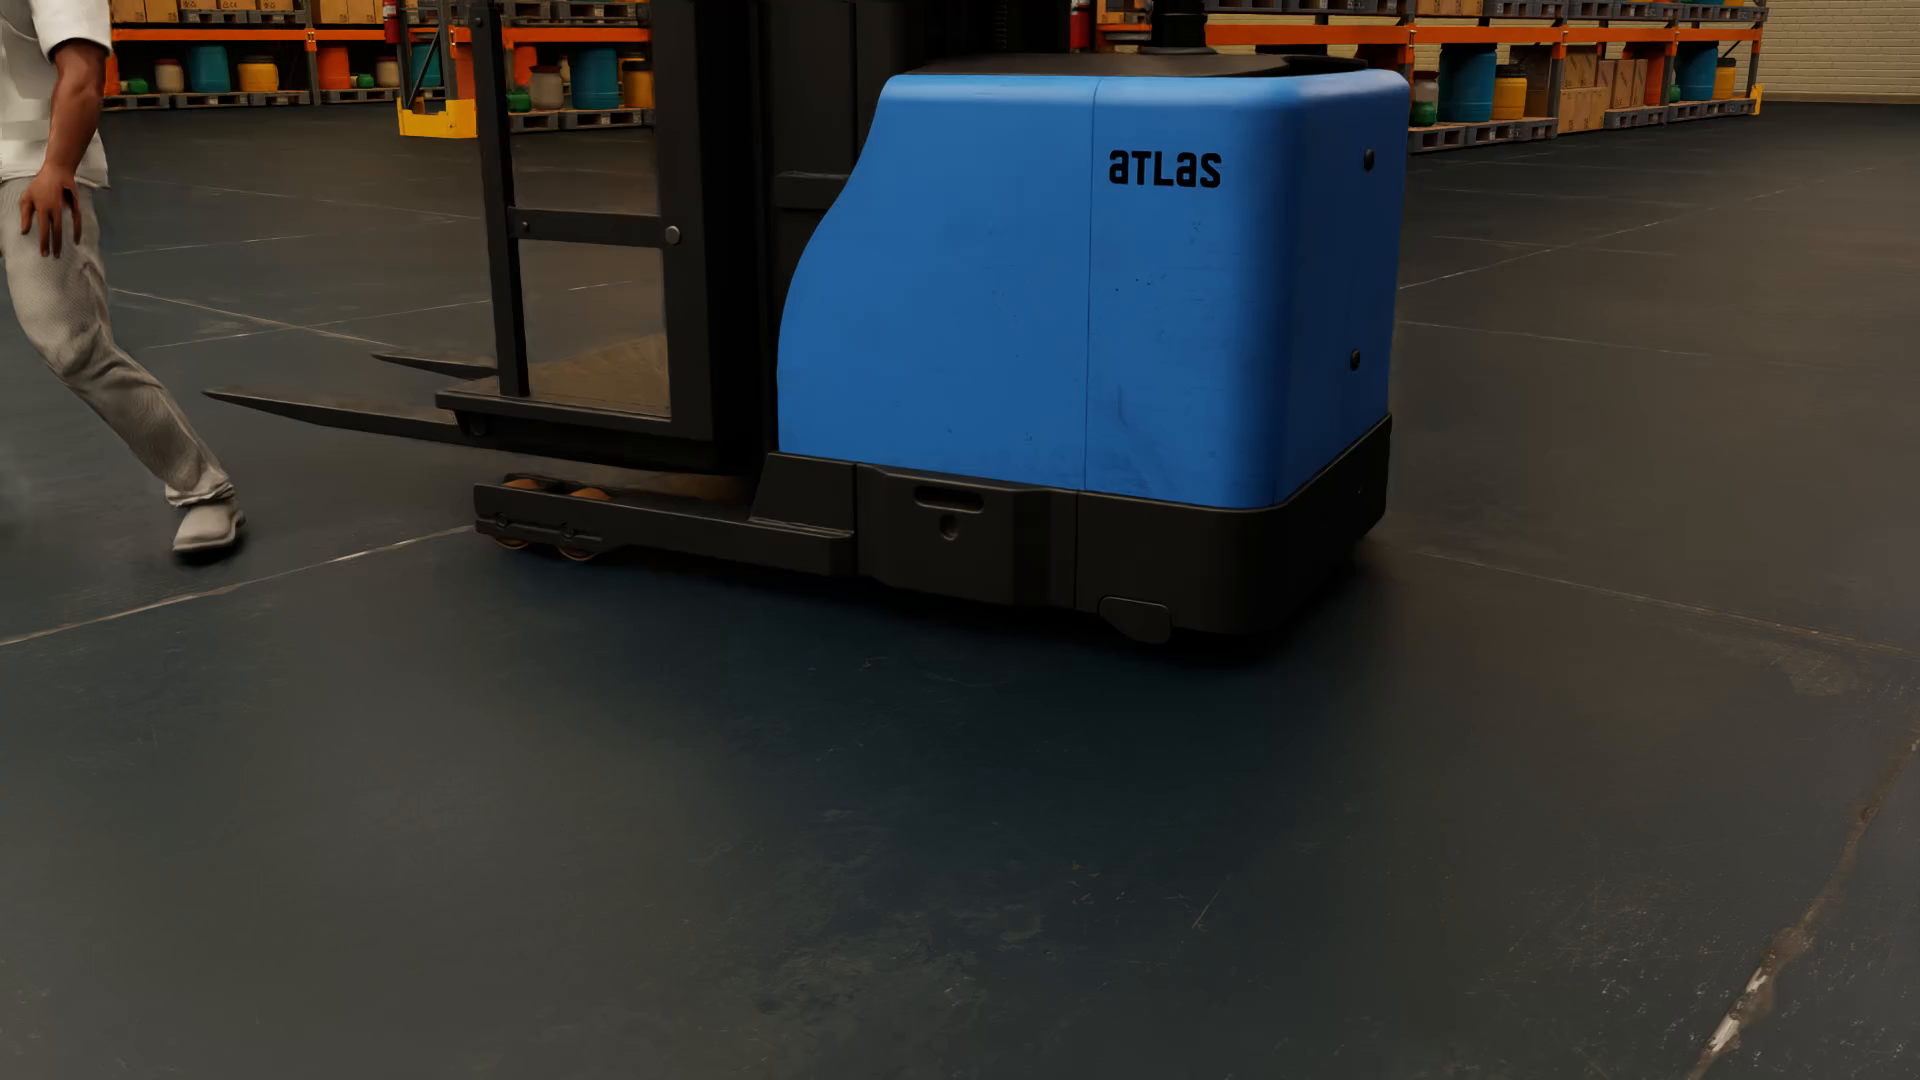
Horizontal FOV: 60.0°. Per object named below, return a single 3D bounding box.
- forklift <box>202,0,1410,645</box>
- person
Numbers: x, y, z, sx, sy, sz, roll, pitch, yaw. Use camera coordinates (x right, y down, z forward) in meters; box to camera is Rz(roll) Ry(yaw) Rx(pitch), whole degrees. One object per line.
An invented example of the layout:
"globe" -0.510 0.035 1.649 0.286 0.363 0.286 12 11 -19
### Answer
"forklift" -0.553 -1.480 3.771 3.031 2.935 1.130 8 19 26
"person" -2.151 -0.789 3.667 0.972 1.680 0.547 7 18 23
